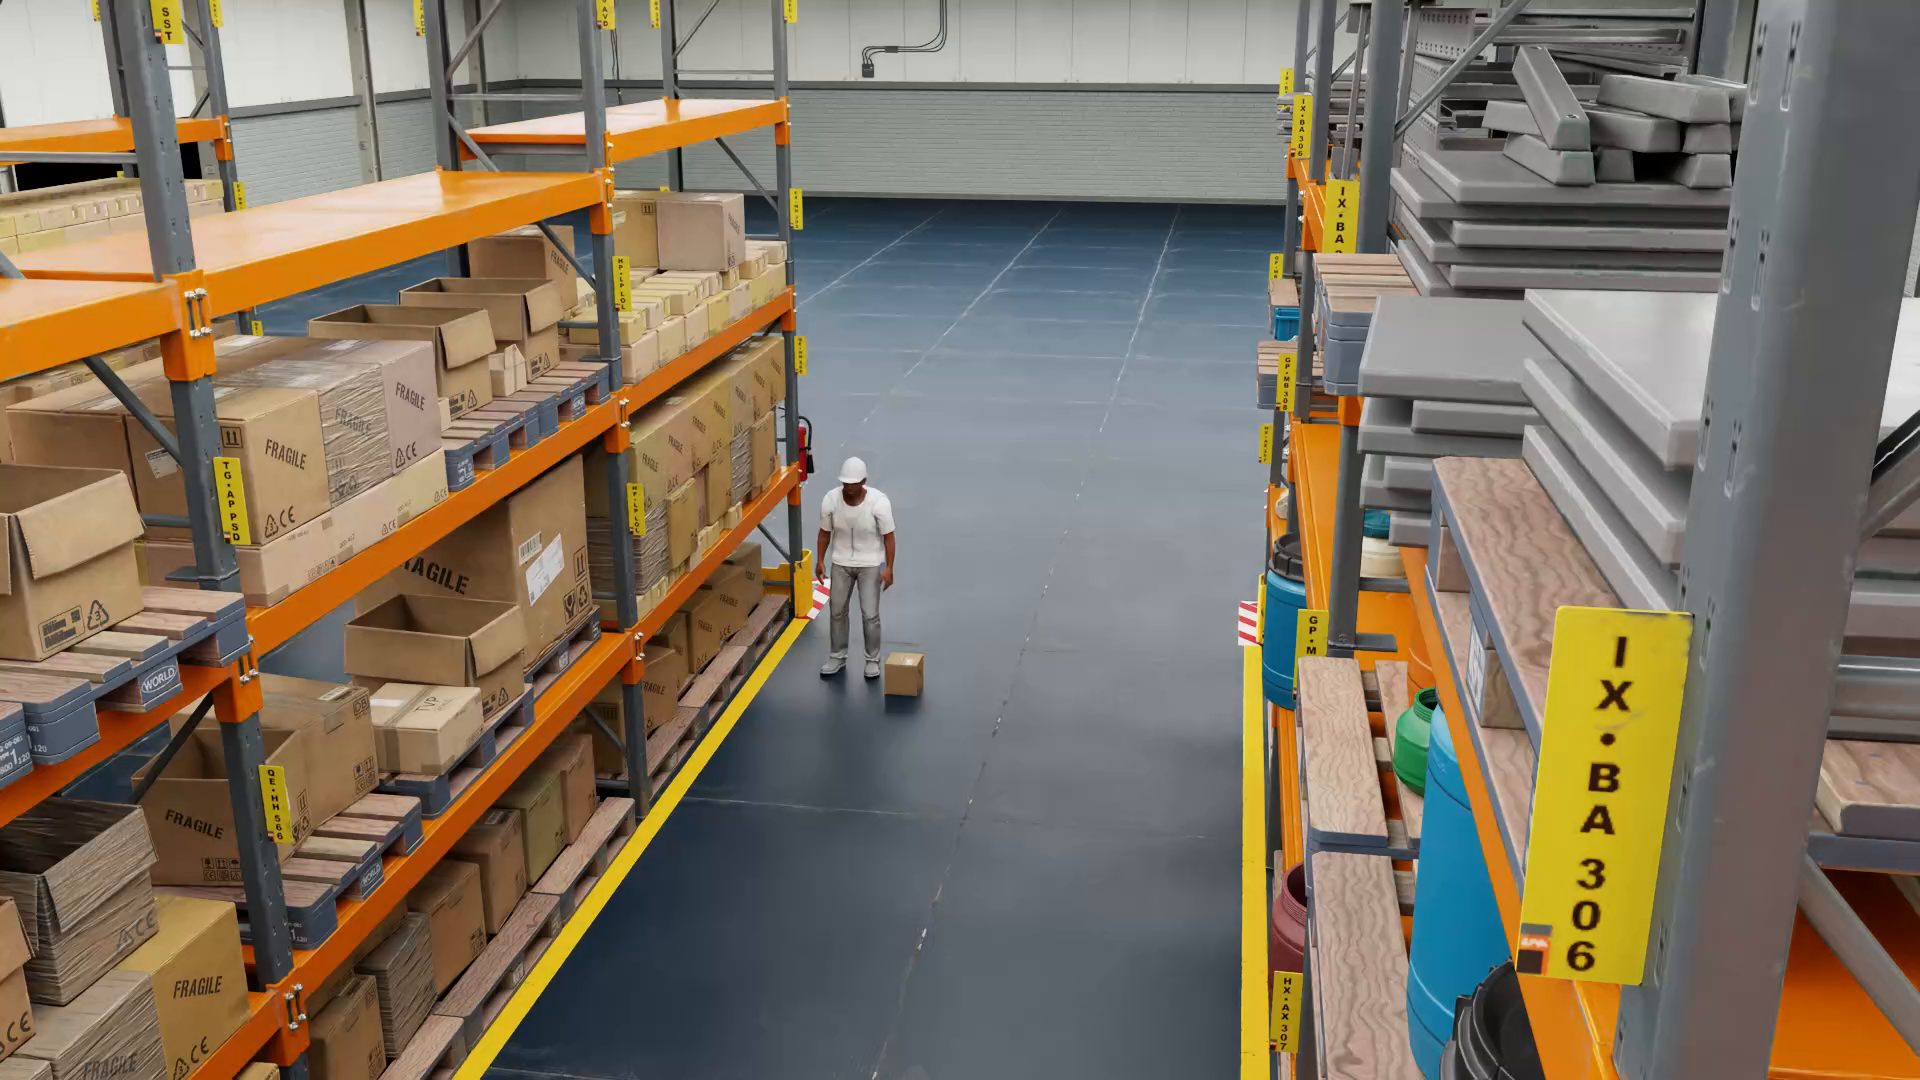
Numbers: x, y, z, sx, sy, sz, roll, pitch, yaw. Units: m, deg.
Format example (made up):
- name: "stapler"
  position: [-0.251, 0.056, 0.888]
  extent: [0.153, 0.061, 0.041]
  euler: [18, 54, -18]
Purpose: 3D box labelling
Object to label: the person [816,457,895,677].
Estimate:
- name: "person"
  position: [-0.812, 0.199, 12.885]
  extent: [0.627, 1.761, 0.457]
  euler: [4, 18, 12]
